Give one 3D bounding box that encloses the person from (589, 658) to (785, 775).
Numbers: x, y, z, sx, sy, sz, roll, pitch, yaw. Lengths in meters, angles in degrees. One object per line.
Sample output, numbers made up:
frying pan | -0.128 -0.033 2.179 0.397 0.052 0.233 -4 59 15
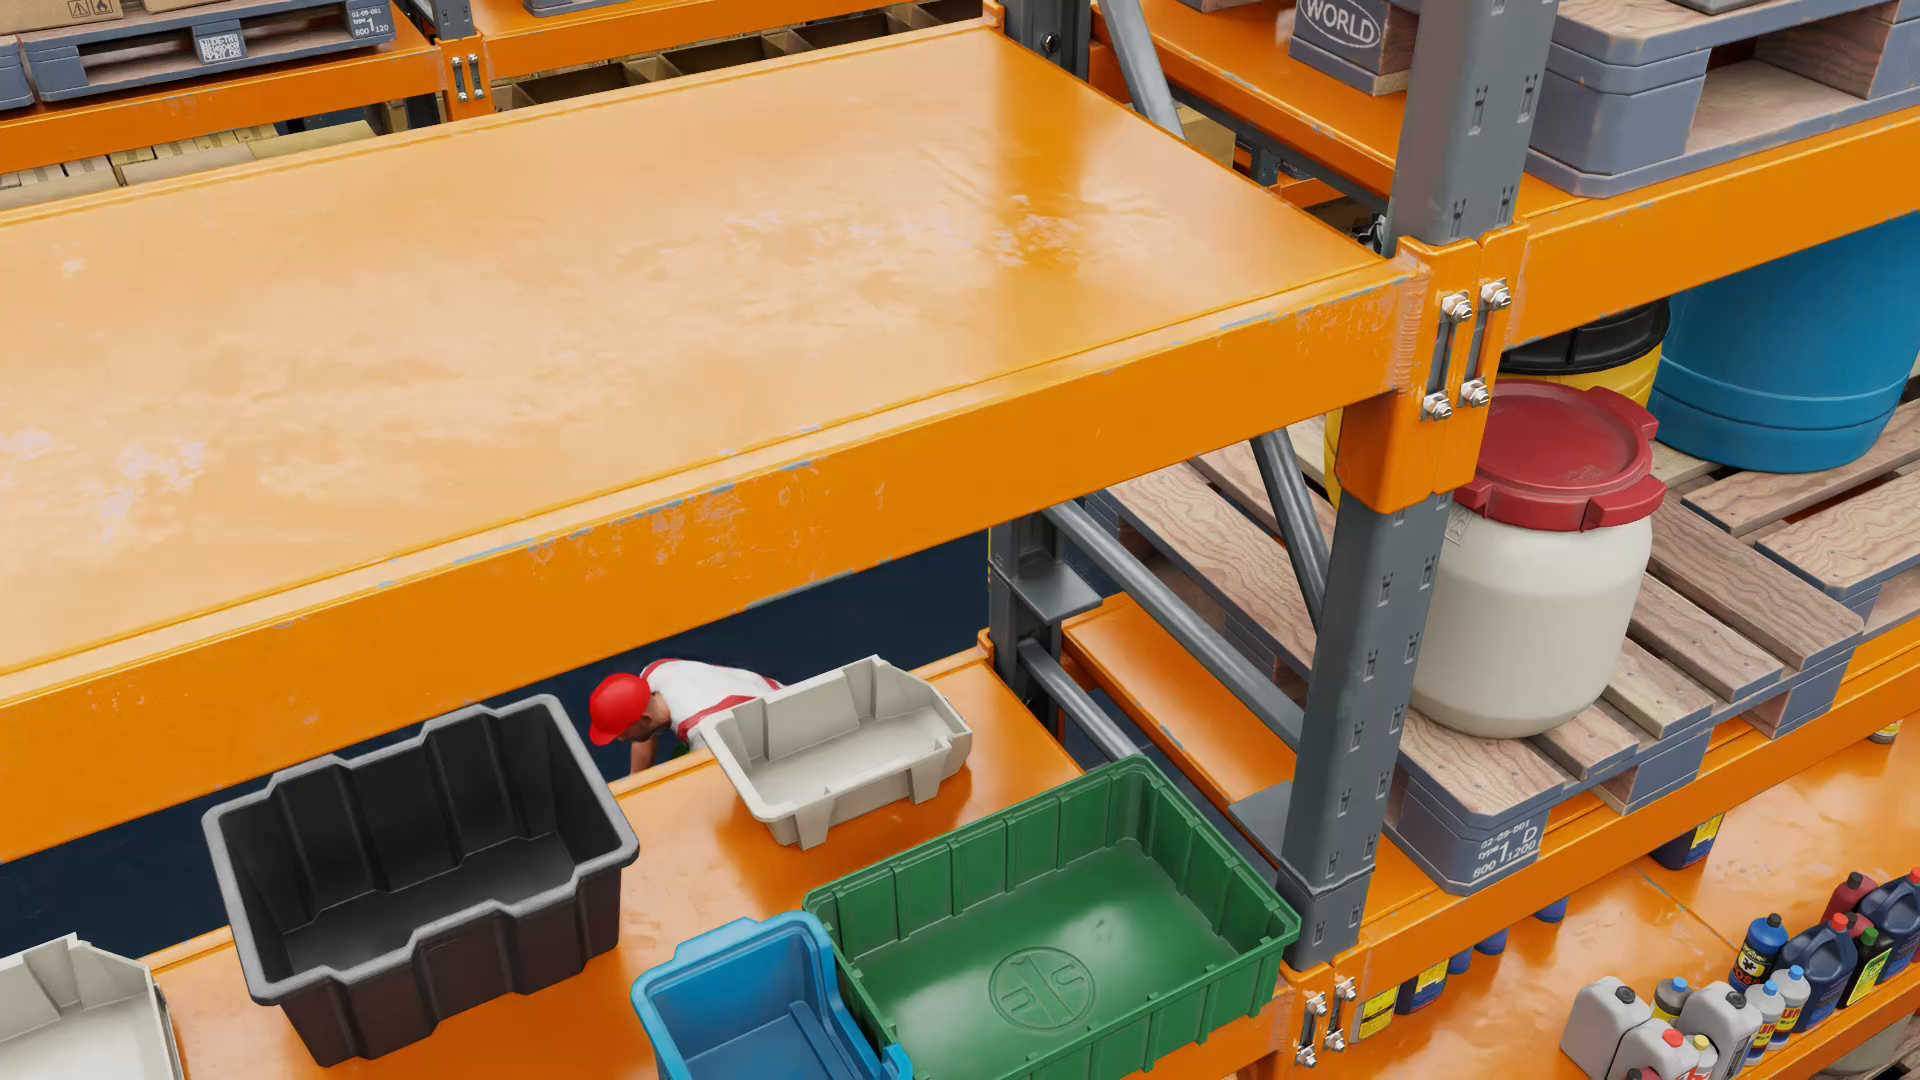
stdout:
person | -0.928 0.880 6.190 0.837 1.230 0.582 -19 41 -24
